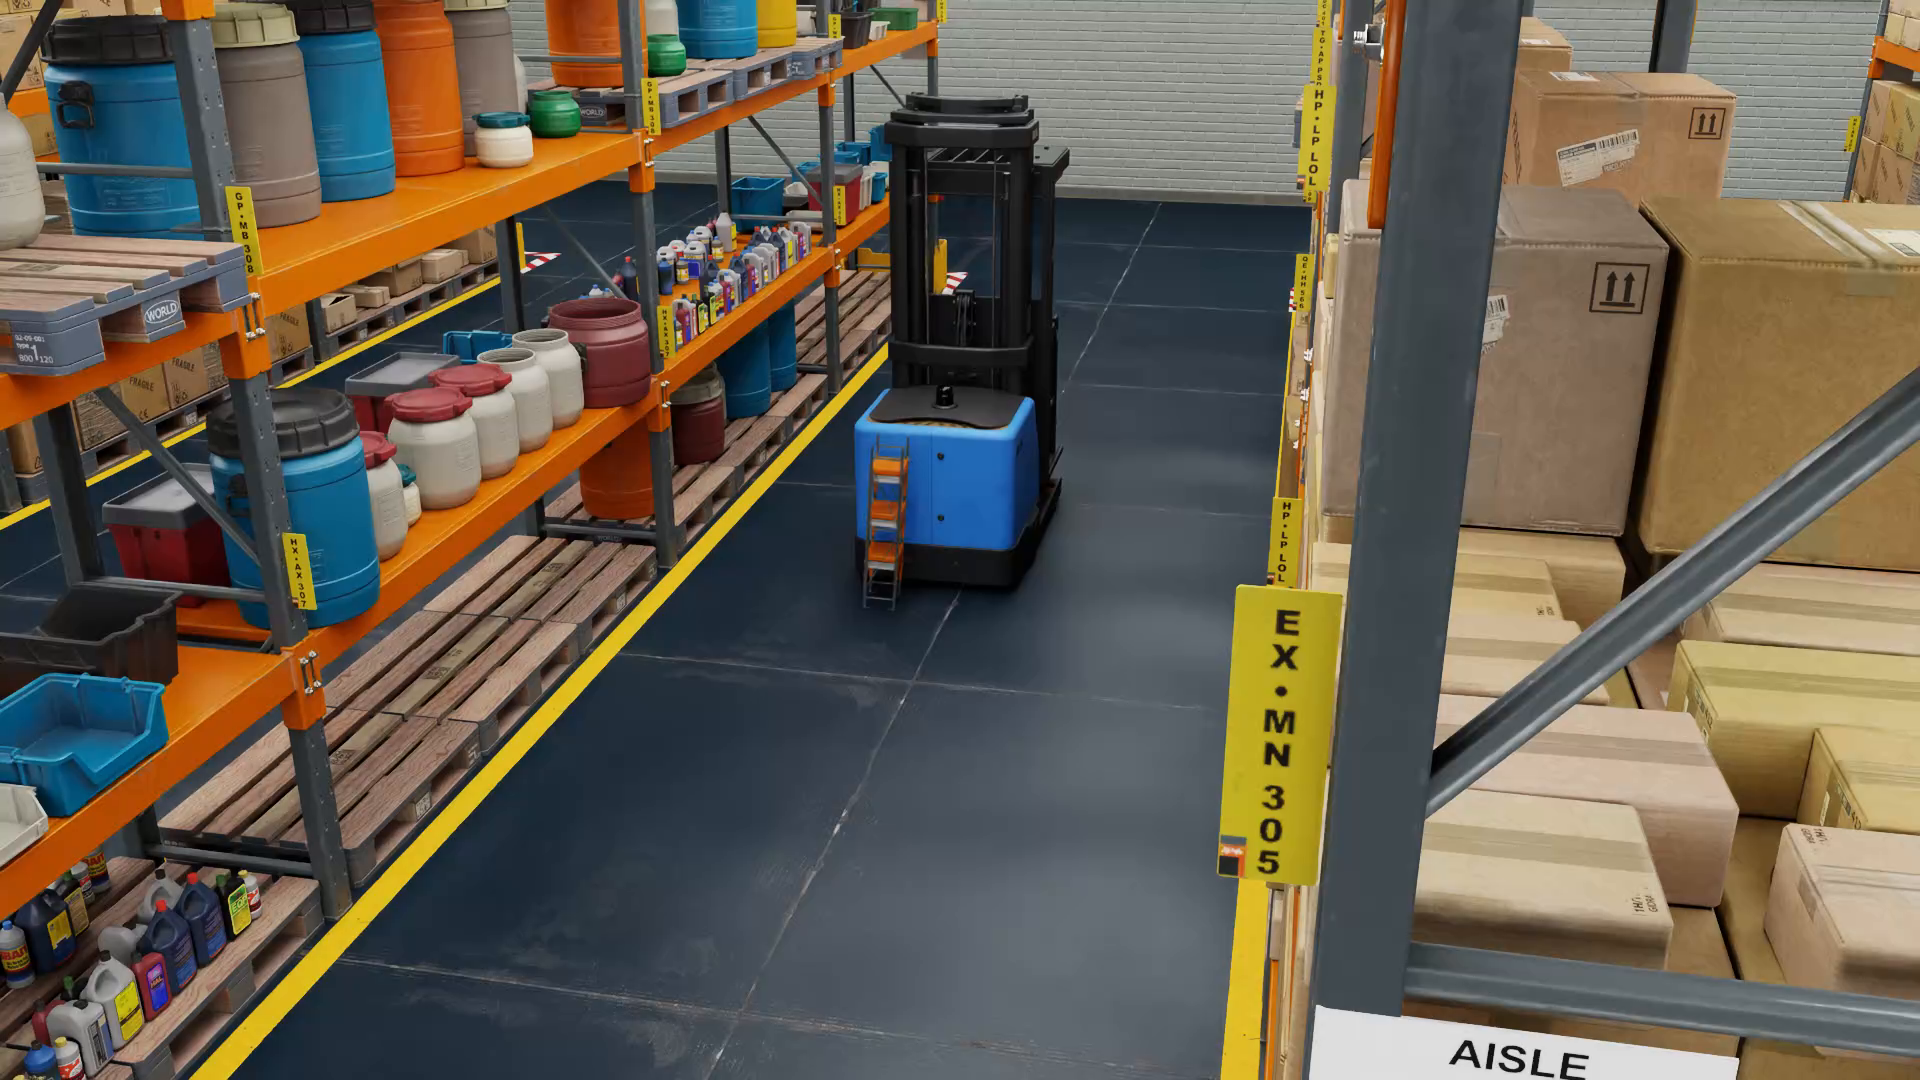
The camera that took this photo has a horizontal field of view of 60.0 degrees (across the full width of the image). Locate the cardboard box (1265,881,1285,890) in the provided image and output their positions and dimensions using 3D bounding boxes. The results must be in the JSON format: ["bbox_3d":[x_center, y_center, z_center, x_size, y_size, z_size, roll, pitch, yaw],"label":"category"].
[{"bbox_3d":[1.381,0.743,4.963,0.875,0.500,0.500,4,22,11],"label":"cardboard box"}]

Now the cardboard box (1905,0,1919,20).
[{"bbox_3d":[8.504,-4.609,14.298,0.500,0.250,0.500,4,22,10],"label":"cardboard box"}]

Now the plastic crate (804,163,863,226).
[{"bbox_3d":[-1.119,-3.081,14.823,0.402,0.464,0.583,4,22,11],"label":"plastic crate"}]

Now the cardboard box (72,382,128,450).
[{"bbox_3d":[-6.737,-1.014,12.612,0.500,0.500,0.500,4,22,9],"label":"cardboard box"}]

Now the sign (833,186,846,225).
[{"bbox_3d":[-1.009,-2.802,13.926,0.100,0.325,0.005,4,22,11],"label":"sign"}]

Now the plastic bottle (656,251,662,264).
[{"bbox_3d":[-2.301,-2.053,12.608,0.097,0.271,0.097,0,22,0],"label":"plastic bottle"}]

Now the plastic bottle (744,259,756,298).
[{"bbox_3d":[-1.565,-1.953,12.345,0.061,0.283,0.133,4,22,11],"label":"plastic bottle"}]

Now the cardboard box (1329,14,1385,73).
[{"bbox_3d":[2.138,-2.393,8.463,0.500,0.500,0.500,5,22,11],"label":"cardboard box"}]

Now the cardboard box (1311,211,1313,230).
[{"bbox_3d":[3.238,-2.778,14.039,0.500,0.250,0.500,5,23,13],"label":"cardboard box"}]

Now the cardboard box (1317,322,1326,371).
[{"bbox_3d":[1.224,-0.396,4.507,0.500,0.250,0.500,4,22,10],"label":"cardboard box"}]

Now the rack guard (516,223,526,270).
[{"bbox_3d":[-5.594,-3.371,19.055,1.175,0.500,0.348,4,22,11],"label":"rack guard"}]

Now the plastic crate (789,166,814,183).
[{"bbox_3d":[-1.433,-3.473,16.106,0.416,0.233,0.300,4,22,11],"label":"plastic crate"}]

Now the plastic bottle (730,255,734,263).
[{"bbox_3d":[-1.689,-2.039,12.572,0.097,0.271,0.097,0,22,0],"label":"plastic bottle"}]

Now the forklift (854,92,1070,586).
[{"bbox_3d":[0.127,-1.590,11.378,1.130,2.935,3.031,4,22,11],"label":"forklift"}]

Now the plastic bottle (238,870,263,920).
[{"bbox_3d":[-2.948,1.460,6.871,0.097,0.201,0.097,0,22,0],"label":"plastic bottle"}]

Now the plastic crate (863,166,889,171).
[{"bbox_3d":[-0.793,-3.668,16.718,0.396,0.136,0.243,4,22,11],"label":"plastic crate"}]

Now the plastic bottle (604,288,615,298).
[{"bbox_3d":[-2.490,-1.681,11.777,0.097,0.201,0.097,0,22,0],"label":"plastic bottle"}]

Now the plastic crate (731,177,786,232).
[{"bbox_3d":[-1.785,-2.934,14.564,0.392,0.384,0.575,4,22,11],"label":"plastic crate"}]

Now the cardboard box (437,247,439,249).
[{"bbox_3d":[-6.052,-3.230,18.562,0.380,0.166,0.250,4,22,11],"label":"cardboard box"}]

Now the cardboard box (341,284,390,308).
[{"bbox_3d":[-5.931,-2.439,16.599,0.380,0.166,0.250,4,22,11],"label":"cardboard box"}]

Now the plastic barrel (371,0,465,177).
[{"bbox_3d":[-2.876,-2.321,8.512,0.600,0.830,0.708,4,22,11],"label":"plastic barrel"}]

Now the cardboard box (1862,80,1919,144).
[{"bbox_3d":[8.602,-3.891,15.129,0.500,0.500,0.500,4,22,11],"label":"cardboard box"}]

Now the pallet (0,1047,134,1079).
[{"bbox_3d":[-3.604,2.193,5.626,1.003,0.211,1.213,4,22,11],"label":"pallet"}]

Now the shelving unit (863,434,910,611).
[{"bbox_3d":[-0.453,-0.104,10.183,0.215,1.050,0.252,6,22,4],"label":"shelving unit"}]

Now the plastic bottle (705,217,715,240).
[{"bbox_3d":[-2.066,-2.512,13.732,0.061,0.283,0.133,4,22,11],"label":"plastic bottle"}]

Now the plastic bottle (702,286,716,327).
[{"bbox_3d":[-1.745,-1.632,11.547,0.061,0.283,0.133,4,22,11],"label":"plastic bottle"}]

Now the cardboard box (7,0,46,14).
[{"bbox_3d":[-6.908,-4.066,11.947,0.500,0.500,0.500,4,22,11],"label":"cardboard box"}]

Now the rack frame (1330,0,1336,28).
[{"bbox_3d":[3.302,-5.122,12.025,1.000,3.000,0.127,4,22,11],"label":"rack frame"}]

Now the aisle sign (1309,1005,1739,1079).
[{"bbox_3d":[0.547,0.844,1.764,0.394,0.787,0.004,4,22,11],"label":"aisle sign"}]

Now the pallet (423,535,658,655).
[{"bbox_3d":[-2.559,0.320,10.276,1.003,0.211,1.213,4,22,11],"label":"pallet"}]

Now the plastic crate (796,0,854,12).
[{"bbox_3d":[-1.311,-5.004,15.832,0.504,0.338,0.767,4,22,11],"label":"plastic crate"}]

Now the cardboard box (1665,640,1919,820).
[{"bbox_3d":[1.214,0.271,2.318,0.380,0.149,0.250,4,22,10],"label":"cardboard box"}]

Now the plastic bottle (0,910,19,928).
[{"bbox_3d":[-3.750,1.498,6.577,0.144,0.351,0.185,5,22,12],"label":"plastic bottle"}]

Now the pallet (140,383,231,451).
[{"bbox_3d":[-6.771,-1.054,13.688,1.003,0.211,1.213,4,22,11],"label":"pallet"}]

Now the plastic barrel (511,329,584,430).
[{"bbox_3d":[-2.364,-0.913,9.456,0.421,0.512,0.421,0,22,0],"label":"plastic barrel"}]

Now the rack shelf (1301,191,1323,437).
[{"bbox_3d":[2.078,-1.202,7.271,1.077,0.370,4.000,4,22,11],"label":"rack shelf"}]

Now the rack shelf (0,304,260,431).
[{"bbox_3d":[-3.587,-0.117,4.577,1.077,0.370,4.000,4,22,11],"label":"rack shelf"}]

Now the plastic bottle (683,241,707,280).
[{"bbox_3d":[-2.054,-2.168,12.889,0.152,0.276,0.135,4,22,11],"label":"plastic bottle"}]

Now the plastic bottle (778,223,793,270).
[{"bbox_3d":[-1.414,-2.332,13.196,0.144,0.351,0.185,4,22,11],"label":"plastic bottle"}]

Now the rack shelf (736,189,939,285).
[{"bbox_3d":[-1.139,-3.114,16.034,1.077,0.370,4.000,4,22,11],"label":"rack shelf"}]

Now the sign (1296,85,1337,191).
[{"bbox_3d":[1.126,-1.268,5.252,0.100,0.325,0.005,4,22,11],"label":"sign"}]

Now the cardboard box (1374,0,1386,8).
[{"bbox_3d":[2.630,-3.060,10.224,0.500,0.500,0.500,6,23,14],"label":"cardboard box"}]

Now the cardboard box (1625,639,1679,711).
[{"bbox_3d":[1.304,0.382,2.575,0.500,0.250,0.500,4,22,10],"label":"cardboard box"}]

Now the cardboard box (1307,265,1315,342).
[{"bbox_3d":[2.554,-1.494,10.914,0.500,0.500,0.500,4,22,9],"label":"cardboard box"}]

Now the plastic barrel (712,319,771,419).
[{"bbox_3d":[-1.819,-1.481,13.263,0.600,0.901,0.708,4,22,11],"label":"plastic barrel"}]

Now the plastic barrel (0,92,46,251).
[{"bbox_3d":[-3.459,-1.286,5.805,0.421,0.512,0.421,0,22,0],"label":"plastic barrel"}]

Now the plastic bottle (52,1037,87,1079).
[{"bbox_3d":[-3.168,1.853,5.893,0.097,0.201,0.097,0,22,0],"label":"plastic bottle"}]

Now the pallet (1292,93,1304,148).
[{"bbox_3d":[2.565,-2.419,9.583,1.213,0.211,1.003,6,23,13],"label":"pallet"}]

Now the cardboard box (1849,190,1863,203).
[{"bbox_3d":[8.566,-3.177,15.562,0.380,0.149,0.250,4,22,10],"label":"cardboard box"}]

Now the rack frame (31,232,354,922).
[{"bbox_3d":[-3.179,0.209,6.819,1.000,3.000,0.127,4,22,11],"label":"rack frame"}]

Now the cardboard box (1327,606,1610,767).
[{"bbox_3d":[0.721,0.223,2.437,0.380,0.149,0.250,3,22,9],"label":"cardboard box"}]
